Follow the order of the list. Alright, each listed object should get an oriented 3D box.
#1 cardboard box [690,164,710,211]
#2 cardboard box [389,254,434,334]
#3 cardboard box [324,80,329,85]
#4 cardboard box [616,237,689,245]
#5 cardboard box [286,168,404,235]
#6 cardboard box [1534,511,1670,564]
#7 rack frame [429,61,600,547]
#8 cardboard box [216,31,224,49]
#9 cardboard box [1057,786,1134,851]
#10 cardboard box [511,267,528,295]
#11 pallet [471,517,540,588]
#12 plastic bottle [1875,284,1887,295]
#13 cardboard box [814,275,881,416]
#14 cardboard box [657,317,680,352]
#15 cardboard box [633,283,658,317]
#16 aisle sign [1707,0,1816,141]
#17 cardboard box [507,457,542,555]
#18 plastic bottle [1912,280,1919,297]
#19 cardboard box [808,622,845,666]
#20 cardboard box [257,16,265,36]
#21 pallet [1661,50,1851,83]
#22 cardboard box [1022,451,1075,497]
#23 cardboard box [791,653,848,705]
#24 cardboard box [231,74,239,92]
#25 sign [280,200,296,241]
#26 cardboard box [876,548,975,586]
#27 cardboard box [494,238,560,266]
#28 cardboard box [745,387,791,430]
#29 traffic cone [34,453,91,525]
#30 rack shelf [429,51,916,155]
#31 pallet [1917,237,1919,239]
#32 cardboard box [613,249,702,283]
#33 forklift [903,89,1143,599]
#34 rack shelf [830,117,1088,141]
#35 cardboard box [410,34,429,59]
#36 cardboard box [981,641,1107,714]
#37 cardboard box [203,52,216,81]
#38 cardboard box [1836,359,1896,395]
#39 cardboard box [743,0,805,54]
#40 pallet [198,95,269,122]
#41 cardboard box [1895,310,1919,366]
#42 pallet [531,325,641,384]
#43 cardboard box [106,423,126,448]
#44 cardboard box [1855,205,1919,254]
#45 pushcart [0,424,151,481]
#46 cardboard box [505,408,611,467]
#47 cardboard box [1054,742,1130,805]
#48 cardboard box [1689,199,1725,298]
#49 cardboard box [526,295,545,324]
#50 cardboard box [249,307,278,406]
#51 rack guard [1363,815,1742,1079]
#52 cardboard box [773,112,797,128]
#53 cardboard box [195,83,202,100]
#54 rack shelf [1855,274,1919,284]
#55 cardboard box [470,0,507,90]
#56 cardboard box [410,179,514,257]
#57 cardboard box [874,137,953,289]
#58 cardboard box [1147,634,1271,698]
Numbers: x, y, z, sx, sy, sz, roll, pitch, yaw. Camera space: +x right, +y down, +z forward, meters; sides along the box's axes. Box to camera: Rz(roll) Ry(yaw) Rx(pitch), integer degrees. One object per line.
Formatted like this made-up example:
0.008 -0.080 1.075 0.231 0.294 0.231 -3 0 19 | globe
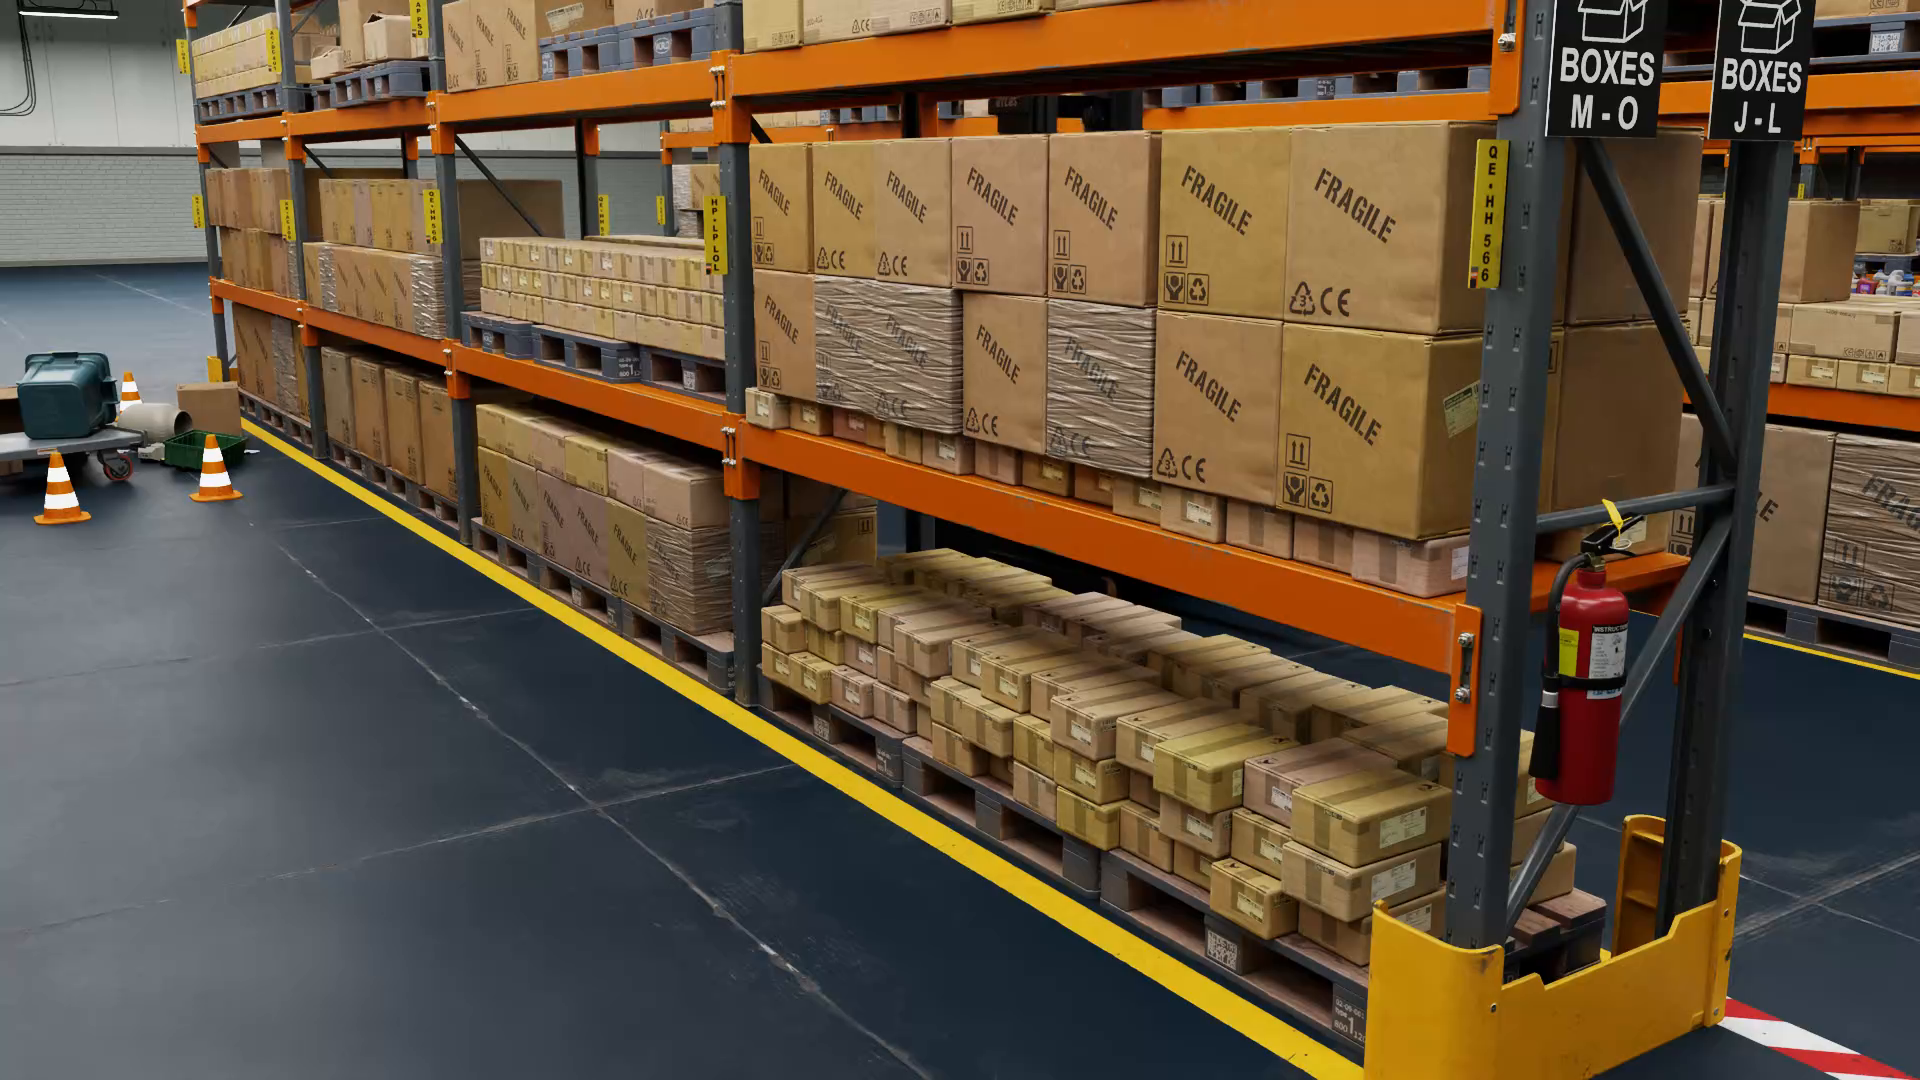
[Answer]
-2.680 -3.945 18.608 0.500 0.500 0.500 -8 15 -33 | cardboard box
-3.530 -1.676 11.271 0.500 0.500 0.500 -8 15 -33 | cardboard box
-5.482 -4.084 14.865 0.380 0.149 0.250 -8 15 -34 | cardboard box
-1.846 -1.739 10.004 0.380 0.149 0.250 -8 14 -31 | cardboard box
-5.173 -2.872 14.094 0.875 0.550 0.550 -8 15 -33 | cardboard box
1.744 -0.041 4.616 0.380 0.149 0.250 -8 15 -33 | cardboard box
-2.781 -1.490 10.654 1.000 3.000 0.127 -8 15 -33 | rack frame
-6.591 -4.576 15.248 0.380 0.149 0.250 -8 15 -33 | cardboard box
0.543 0.880 5.506 0.380 0.149 0.250 -9 15 -35 | cardboard box
-2.378 -1.513 9.668 0.380 0.149 0.250 -9 15 -35 | cardboard box
-2.350 0.011 10.316 1.003 0.211 1.213 -8 15 -33 | pallet
7.169 -1.886 12.931 0.097 0.201 0.097 0 12 0 | plastic bottle
-0.221 -0.768 6.421 0.500 0.500 0.500 -8 15 -33 | cardboard box
-1.231 -0.999 8.013 0.380 0.149 0.250 -8 15 -33 | cardboard box
-1.387 -1.193 8.205 0.380 0.149 0.250 -9 15 -35 | cardboard box
1.941 -1.360 3.973 0.394 0.787 0.004 -8 15 -33 | aisle sign
-2.320 -0.229 9.756 0.500 0.500 0.500 -8 15 -32 | cardboard box
7.742 -1.995 13.427 0.097 0.201 0.097 0 12 0 | plastic bottle
-0.416 0.400 7.004 0.380 0.149 0.250 -8 15 -32 | cardboard box
-5.606 -4.260 13.803 0.380 0.149 0.250 -8 15 -33 | cardboard box
4.064 -2.623 9.021 1.003 0.211 1.213 -8 15 -33 | pallet
0.434 -0.254 5.589 0.380 0.149 0.250 -8 15 -32 | cardboard box
-0.484 0.559 6.974 0.380 0.149 0.250 -8 14 -31 | cardboard box
-6.312 -4.096 14.922 0.380 0.149 0.250 -8 15 -33 | cardboard box
-5.459 -2.597 13.505 0.100 0.325 0.005 -8 15 -33 | sign
-0.151 0.151 7.449 0.380 0.149 0.250 -8 14 -31 | cardboard box
-2.536 -1.710 9.875 0.380 0.149 0.250 -9 15 -34 | cardboard box
-0.681 -0.567 7.020 0.380 0.149 0.250 -7 14 -31 | cardboard box
-6.217 -0.370 11.471 0.336 0.463 0.334 -8 15 -33 | traffic cone
-1.673 -2.248 8.784 1.077 0.370 4.000 -8 15 -33 | rack shelf
12.643 -4.072 22.908 1.003 0.211 1.213 -8 15 -33 | pallet
-1.520 -1.385 8.385 0.380 0.149 0.250 -9 15 -35 | cardboard box
0.982 -1.189 9.436 1.130 2.935 3.031 -10 16 -40 | forklift
0.296 -3.529 14.639 1.077 0.370 4.000 -8 15 -33 | rack shelf
-3.296 -3.176 10.671 0.380 0.166 0.250 -8 15 -33 | cardboard box
0.298 0.485 5.920 0.380 0.149 0.250 -8 15 -32 | cardboard box
-6.878 -4.498 15.825 0.500 0.250 0.500 -8 15 -33 | cardboard box
4.518 -0.810 8.132 0.380 0.149 0.250 -8 15 -32 | cardboard box
-0.529 -2.057 6.577 0.500 0.250 0.500 -7 14 -30 | cardboard box
-6.794 -4.204 16.252 1.003 0.211 1.213 -8 15 -33 | pallet
4.784 -0.944 7.812 0.500 0.250 0.500 -9 15 -35 | cardboard box
-1.651 -1.049 9.087 1.003 0.211 1.213 -8 15 -33 | pallet
-7.483 -0.953 14.600 0.396 0.266 0.258 -5 13 -23 | cardboard box
10.095 -3.386 18.109 0.500 0.500 0.700 9 15 36 | cardboard box
-7.192 -0.595 12.701 0.936 0.377 1.648 9 15 35 | pushcart
-2.320 -0.599 9.692 0.500 0.250 0.500 -8 15 -33 | cardboard box
0.534 0.732 5.487 0.380 0.149 0.250 -8 15 -32 | cardboard box
3.939 -1.582 8.975 0.500 0.500 0.500 -8 15 -33 | cardboard box
-2.252 -1.326 9.507 0.380 0.149 0.250 -7 14 -30 | cardboard box
-6.294 -1.811 16.112 0.875 0.875 0.875 -8 15 -34 | cardboard box
1.609 1.140 4.477 1.175 0.500 0.348 -8 15 -33 | rack guard
-1.563 -4.307 16.865 0.500 0.250 0.500 -8 14 -31 | cardboard box
-7.291 -4.411 16.359 0.380 0.149 0.250 -8 15 -32 | cardboard box
10.761 -2.524 17.066 1.077 0.370 4.000 -8 15 -33 | rack shelf
-2.404 -2.783 9.312 0.500 0.500 0.500 -8 15 -33 | cardboard box
-3.303 -2.198 11.318 0.700 0.500 0.500 -8 15 -34 | cardboard box
0.035 -1.169 5.913 0.500 0.500 0.500 -8 15 -32 | cardboard box
0.898 0.465 6.014 0.380 0.149 0.250 -8 15 -32 | cardboard box
